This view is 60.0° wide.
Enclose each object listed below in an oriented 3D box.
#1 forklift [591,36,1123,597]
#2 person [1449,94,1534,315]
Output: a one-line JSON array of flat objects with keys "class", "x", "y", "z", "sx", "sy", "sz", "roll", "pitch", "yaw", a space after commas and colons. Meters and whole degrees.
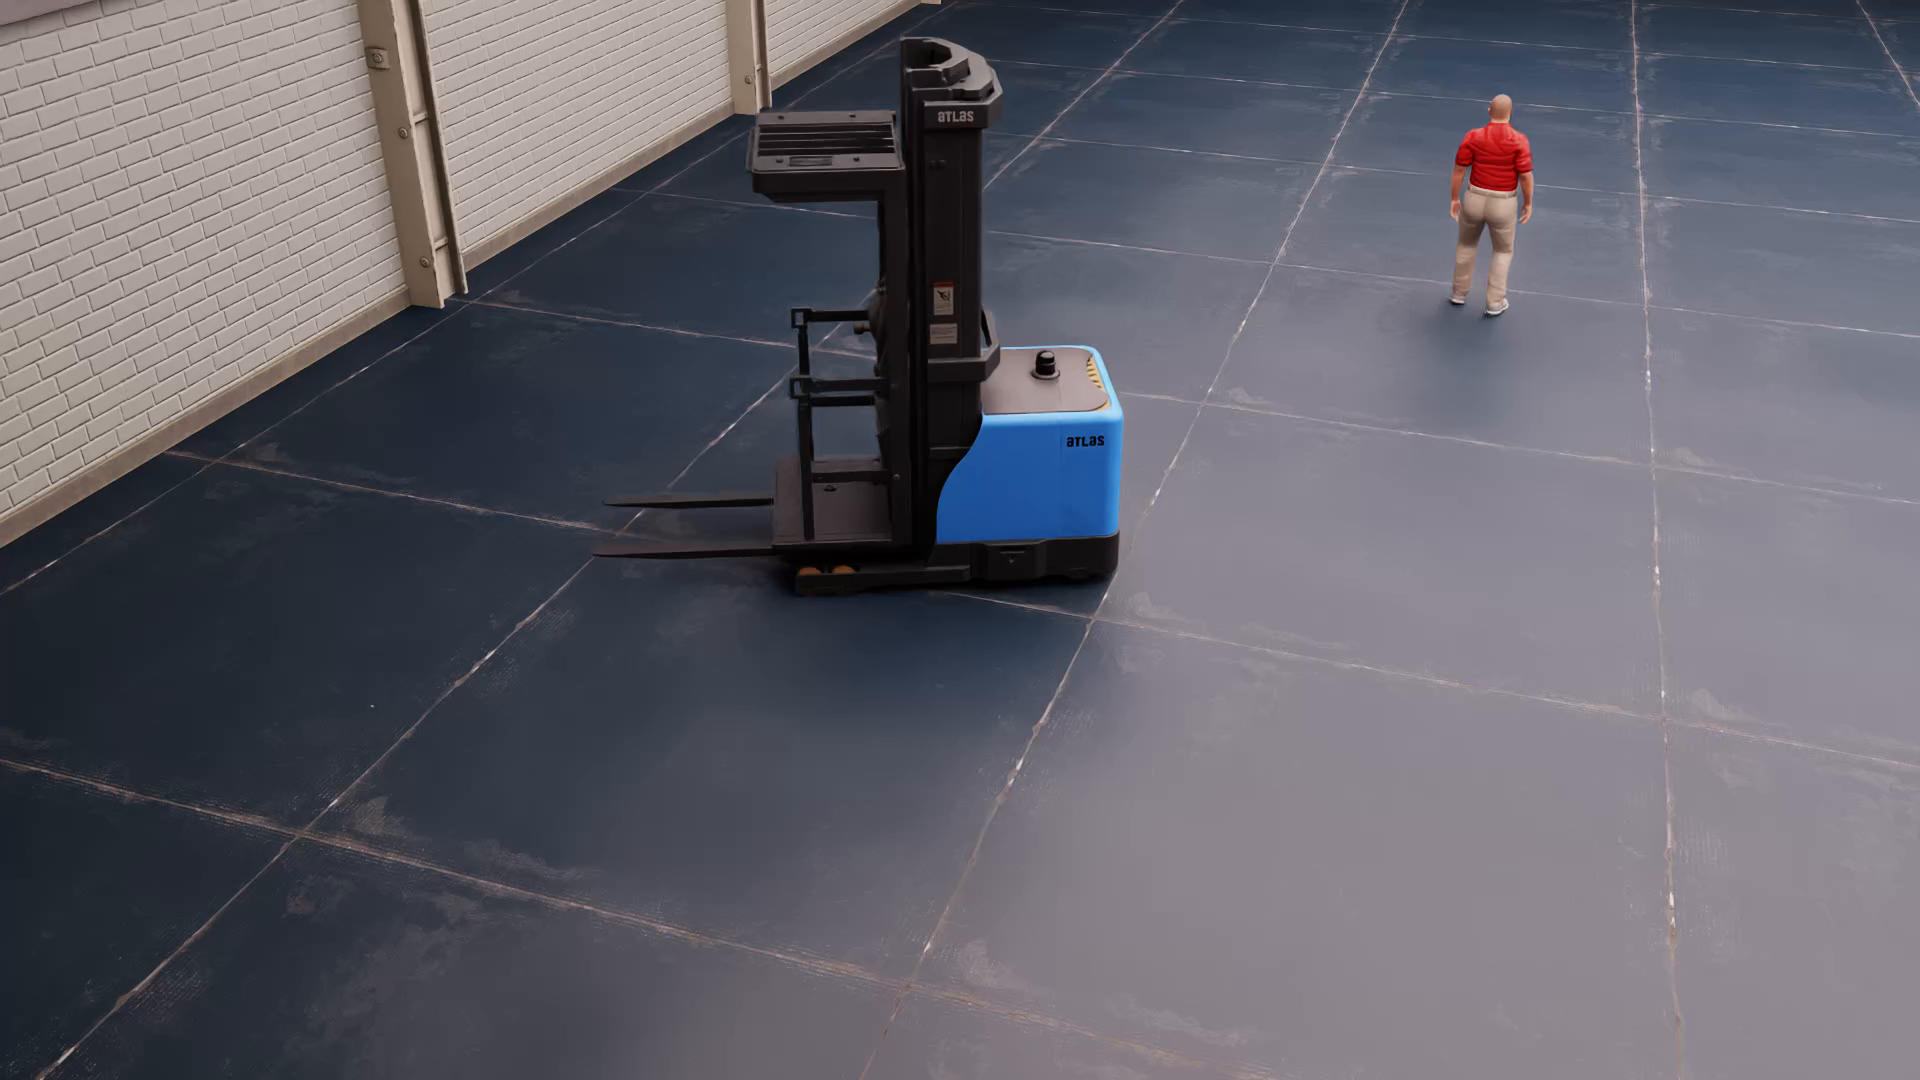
[{"class": "forklift", "x": -0.625, "y": -1.222, "z": 9.280, "sx": 3.031, "sy": 2.935, "sz": 1.130, "roll": -2, "pitch": 30, "yaw": -4}, {"class": "person", "x": 4.153, "y": -2.619, "z": 12.980, "sx": 0.620, "sy": 1.754, "sz": 0.483, "roll": 16, "pitch": 33, "yaw": 25}]
